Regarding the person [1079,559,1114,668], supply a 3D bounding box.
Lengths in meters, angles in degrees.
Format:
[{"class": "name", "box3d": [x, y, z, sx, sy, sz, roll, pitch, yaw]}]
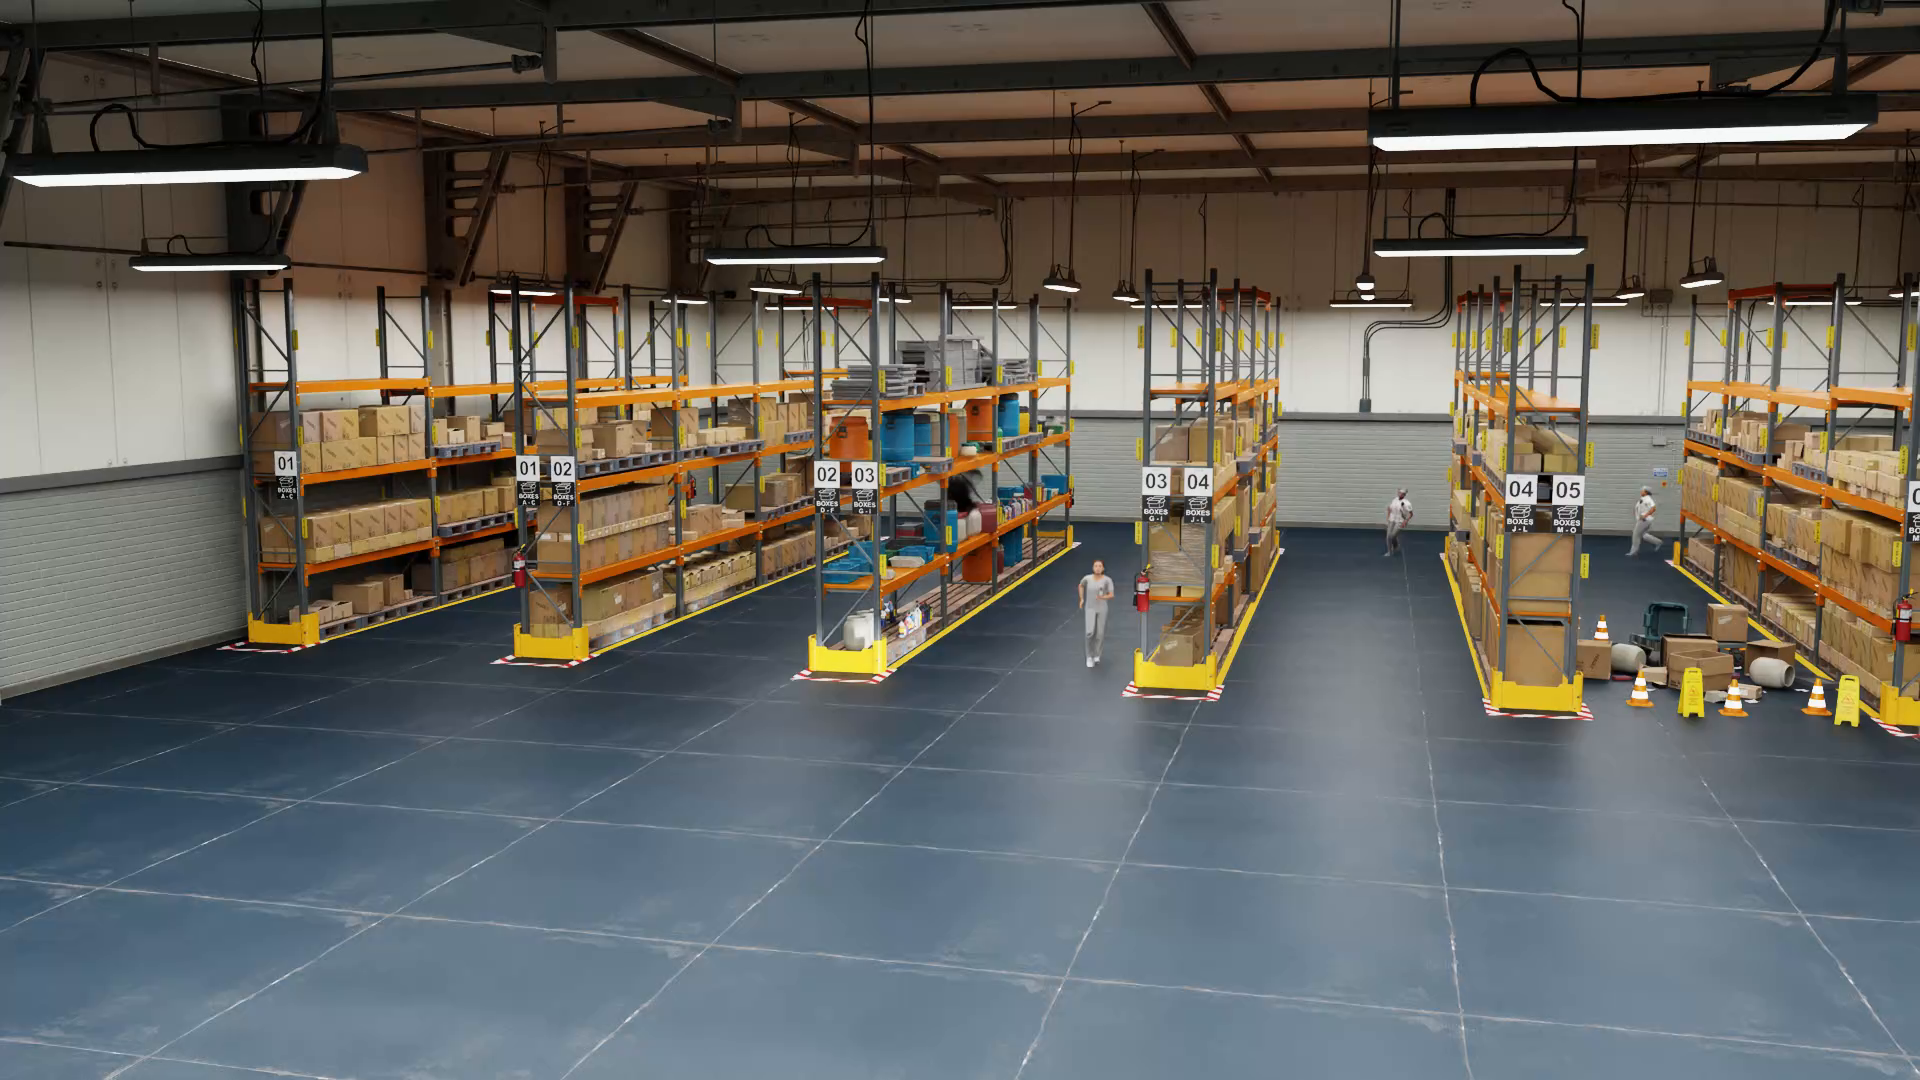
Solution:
[{"class": "person", "box3d": [2.091, 1.117, 25.531, 0.546, 1.678, 0.660, 1, 7, 5]}]

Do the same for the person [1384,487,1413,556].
[{"class": "person", "box3d": [10.137, -0.414, 38.572, 0.621, 1.627, 0.487, 6, 9, 39]}]

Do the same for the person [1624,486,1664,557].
[{"class": "person", "box3d": [15.900, -0.425, 38.559, 0.853, 1.668, 0.612, 2, 7, 19]}]
